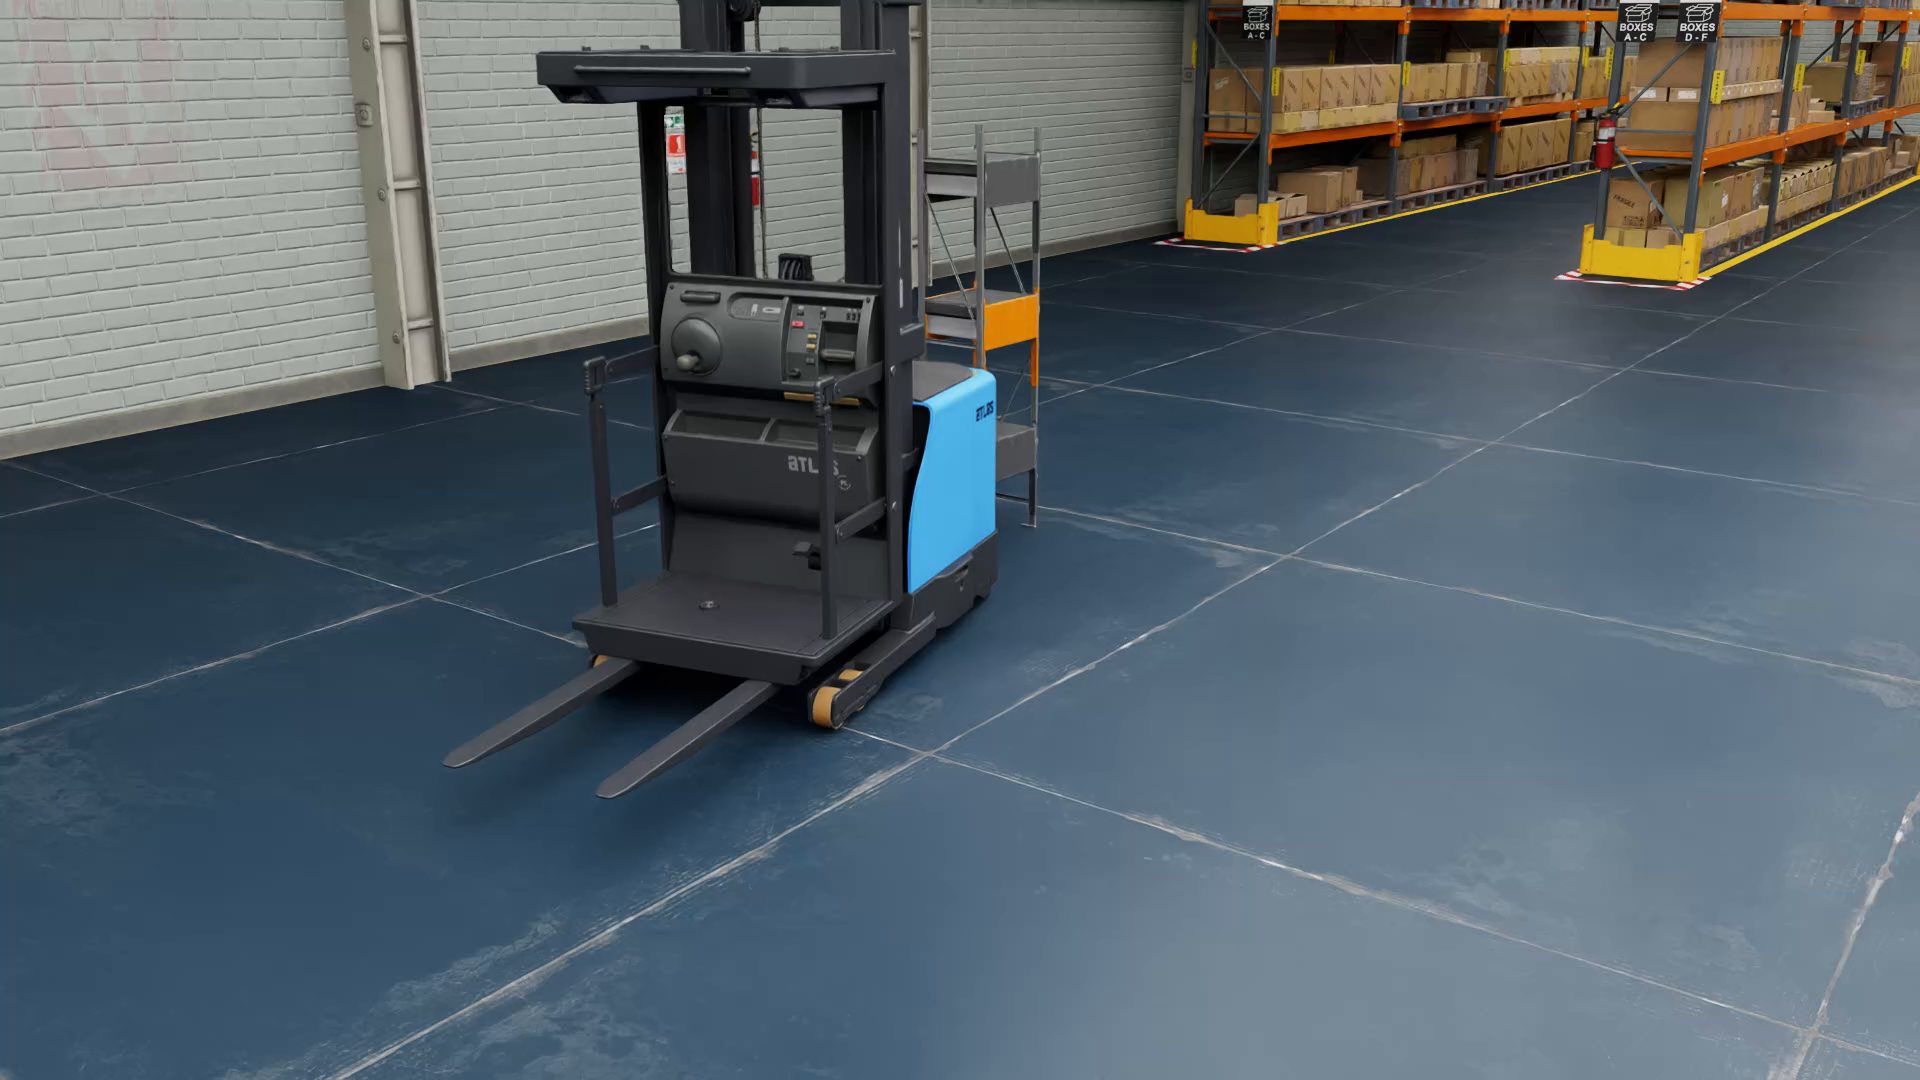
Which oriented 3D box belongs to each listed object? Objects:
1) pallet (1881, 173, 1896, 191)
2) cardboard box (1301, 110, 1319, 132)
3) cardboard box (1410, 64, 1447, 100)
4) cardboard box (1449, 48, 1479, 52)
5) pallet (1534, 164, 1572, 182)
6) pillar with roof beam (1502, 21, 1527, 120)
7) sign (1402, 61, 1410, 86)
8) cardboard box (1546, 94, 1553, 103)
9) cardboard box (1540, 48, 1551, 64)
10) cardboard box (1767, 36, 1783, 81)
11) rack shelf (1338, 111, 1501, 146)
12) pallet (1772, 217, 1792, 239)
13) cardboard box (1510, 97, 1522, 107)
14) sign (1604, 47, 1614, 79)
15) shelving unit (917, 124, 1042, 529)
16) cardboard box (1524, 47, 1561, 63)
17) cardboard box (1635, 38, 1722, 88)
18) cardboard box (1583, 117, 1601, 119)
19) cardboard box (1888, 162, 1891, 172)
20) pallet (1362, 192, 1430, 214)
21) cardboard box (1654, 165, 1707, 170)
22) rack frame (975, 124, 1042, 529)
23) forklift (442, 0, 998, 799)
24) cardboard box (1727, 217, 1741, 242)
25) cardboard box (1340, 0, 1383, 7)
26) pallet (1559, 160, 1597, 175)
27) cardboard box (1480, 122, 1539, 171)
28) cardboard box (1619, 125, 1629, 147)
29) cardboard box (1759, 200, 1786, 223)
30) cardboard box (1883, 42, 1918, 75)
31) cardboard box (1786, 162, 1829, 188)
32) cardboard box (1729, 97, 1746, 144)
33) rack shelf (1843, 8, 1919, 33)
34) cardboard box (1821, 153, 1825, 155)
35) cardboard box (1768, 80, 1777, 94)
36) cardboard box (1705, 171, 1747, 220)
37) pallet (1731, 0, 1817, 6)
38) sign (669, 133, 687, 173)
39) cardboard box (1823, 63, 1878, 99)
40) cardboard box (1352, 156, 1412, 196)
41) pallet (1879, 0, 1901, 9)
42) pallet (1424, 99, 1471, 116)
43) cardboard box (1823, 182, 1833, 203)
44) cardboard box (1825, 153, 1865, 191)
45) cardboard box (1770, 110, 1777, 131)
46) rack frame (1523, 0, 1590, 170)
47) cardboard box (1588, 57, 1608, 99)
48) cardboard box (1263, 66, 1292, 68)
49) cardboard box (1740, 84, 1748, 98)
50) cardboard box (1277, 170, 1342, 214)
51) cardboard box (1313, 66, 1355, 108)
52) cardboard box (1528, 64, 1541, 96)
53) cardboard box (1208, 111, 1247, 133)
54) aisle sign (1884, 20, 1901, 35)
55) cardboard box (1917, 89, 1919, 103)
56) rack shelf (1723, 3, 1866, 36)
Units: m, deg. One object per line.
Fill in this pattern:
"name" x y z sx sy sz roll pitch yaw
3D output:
"pallet" 14.870 -5.974 27.627 1.003 0.211 1.213 12 21 35
"cardboard box" 4.173 -5.283 20.919 0.500 0.250 0.500 12 21 33
"cardboard box" 6.749 -6.779 24.605 0.700 0.500 0.500 16 24 42
"cardboard box" 8.158 -7.776 26.757 0.500 0.250 0.500 13 22 36
"pallet" 10.080 -6.488 29.282 1.003 0.211 1.213 12 21 35
"pillar with roof beam" 13.659 -10.441 27.193 9.100 9.000 0.400 12 21 35
"sign" 6.153 -6.431 22.936 0.100 0.325 0.005 12 21 35
"cardboard box" 9.874 -7.539 28.351 0.380 0.149 0.250 12 21 35
"cardboard box" 9.487 -8.055 27.657 0.500 0.250 0.500 12 21 34
"cardboard box" 9.434 -5.798 20.000 0.700 0.500 0.500 13 21 35
"rack shelf" 6.904 -6.245 25.008 1.077 0.370 4.000 12 21 35
"pallet" 10.101 -4.088 21.552 1.003 0.211 1.213 12 21 35
"cardboard box" 8.861 -7.098 26.934 0.380 0.149 0.250 13 22 36
"sign" 6.882 -5.050 17.596 0.100 0.325 0.005 12 21 35
"shelving unit" 0.099 -1.042 8.559 0.431 2.100 0.503 12 21 35
"cardboard box" 9.790 -8.177 28.048 0.500 0.250 0.500 13 21 36
"cardboard box" 7.629 -5.074 17.668 0.700 0.500 0.500 13 21 35
"cardboard box" 12.138 -8.046 32.010 0.380 0.149 0.250 12 21 35
"cardboard box" 15.391 -6.269 27.910 0.380 0.166 0.250 12 21 35
"pallet" 6.175 -4.966 24.379 1.003 0.211 1.213 12 21 35
"cardboard box" 8.569 -4.190 19.841 0.500 0.500 0.500 12 21 35
"rack frame" 0.244 -1.100 8.746 0.400 2.100 0.015 12 21 35
"forklift" -0.851 -0.812 6.418 1.130 2.935 3.031 7 19 21
"cardboard box" 8.703 -3.617 19.263 0.500 0.250 0.500 12 21 35
"cardboard box" 5.298 -7.320 21.996 0.500 0.500 0.500 10 20 30
"pallet" 10.995 -6.853 30.455 1.003 0.211 1.213 12 21 35
"cardboard box" 9.166 -6.598 27.849 0.750 0.750 0.750 12 21 34
"cardboard box" 12.526 -7.792 32.286 0.700 0.500 0.500 12 21 35
"cardboard box" 10.132 -4.177 21.065 0.500 0.250 0.500 12 21 33
"cardboard box" 15.273 -7.854 27.121 0.500 0.500 0.500 12 21 33
"cardboard box" 11.657 -5.052 22.937 0.500 0.311 0.500 12 21 34
"cardboard box" 8.518 -4.811 19.008 0.700 0.500 0.500 13 22 36
"rack shelf" 15.651 -8.708 27.883 1.077 0.370 4.000 12 21 35
"cardboard box" 12.754 -5.594 25.172 0.500 0.500 0.500 12 21 33
"cardboard box" 9.554 -5.434 19.921 0.380 0.149 0.250 12 21 34
"cardboard box" 8.704 -3.975 19.151 0.500 0.500 0.500 12 21 35
"pallet" 10.208 -6.791 20.819 0.805 0.209 1.217 11 21 33
"sign" -2.439 -3.371 14.482 0.001 0.329 0.234 12 21 35
"cardboard box" 13.456 -6.959 25.220 0.700 0.500 0.500 7 19 21
"cardboard box" 6.138 -5.306 24.247 0.700 0.500 0.500 13 22 37
"pallet" 13.399 -8.095 25.013 1.213 0.211 1.003 12 21 35
"pallet" 6.949 -6.494 24.922 1.003 0.211 1.213 12 21 35
"cardboard box" 11.959 -4.909 23.422 0.500 0.250 0.500 13 21 36
"cardboard box" 13.187 -5.509 24.898 0.500 0.500 0.500 12 21 34
"cardboard box" 9.951 -5.291 20.976 0.500 0.250 0.500 14 22 38
"rack frame" 10.479 -8.017 29.503 1.000 3.000 0.127 12 21 35
"cardboard box" 11.255 -8.460 30.422 0.980 0.700 0.700 12 21 33
"cardboard box" 4.052 -5.847 21.469 0.500 0.500 0.500 12 21 33
"cardboard box" 8.633 -5.064 18.729 0.380 0.149 0.250 13 21 35
"cardboard box" 4.630 -4.626 22.056 0.700 0.500 0.500 11 20 31
"cardboard box" 4.768 -5.879 21.571 0.500 0.500 0.500 13 22 36
"cardboard box" 9.207 -7.576 27.377 0.500 0.500 0.500 12 21 34
"cardboard box" 3.452 -5.243 20.787 0.500 0.250 0.500 13 21 35
"aisle sign" 16.648 -9.405 29.589 0.394 0.787 0.004 12 21 35
"cardboard box" 16.187 -7.746 28.462 0.500 0.500 0.500 13 21 35
"rack shelf" 10.885 -6.803 21.747 1.077 0.370 4.000 12 21 35
